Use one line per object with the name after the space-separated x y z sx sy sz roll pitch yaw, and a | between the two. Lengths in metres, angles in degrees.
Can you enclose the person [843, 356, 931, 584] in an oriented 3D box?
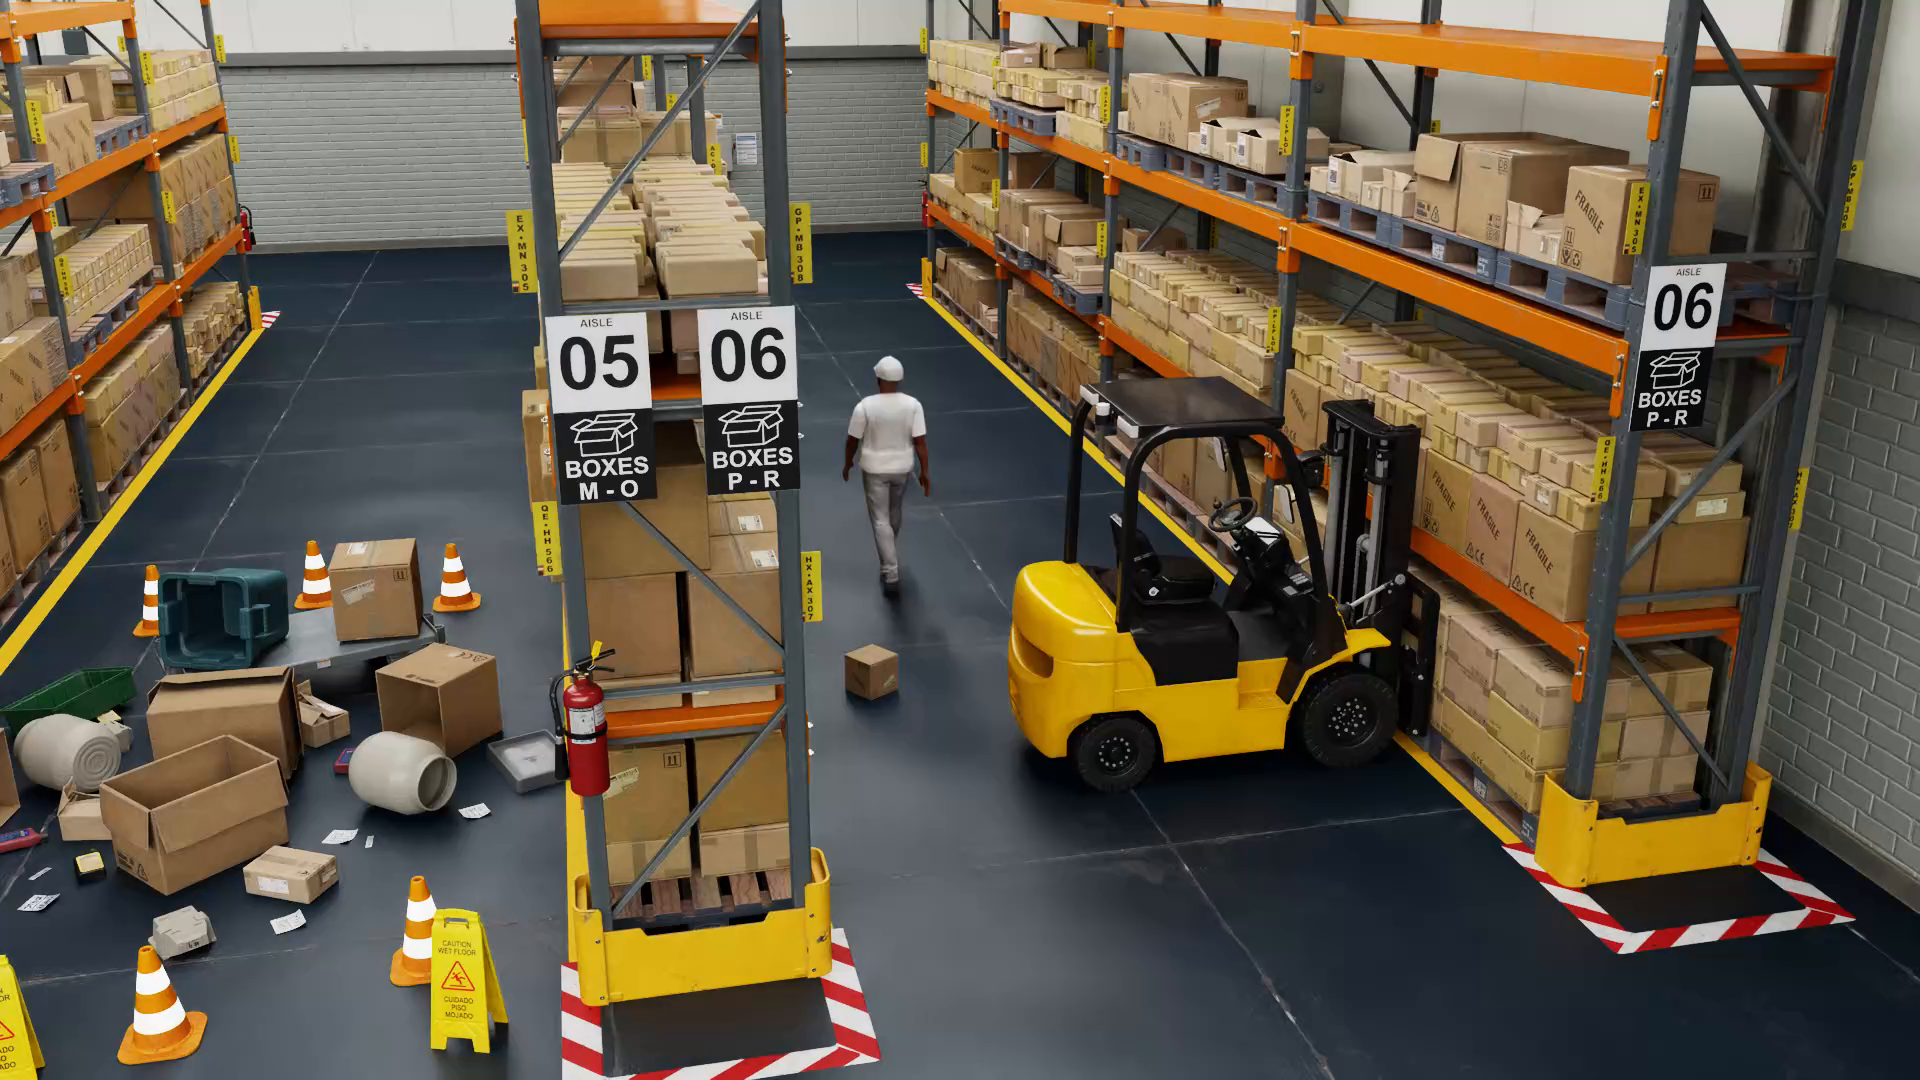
-0.570 -0.569 12.664 0.604 1.718 1.081 -7 21 -18 | person
